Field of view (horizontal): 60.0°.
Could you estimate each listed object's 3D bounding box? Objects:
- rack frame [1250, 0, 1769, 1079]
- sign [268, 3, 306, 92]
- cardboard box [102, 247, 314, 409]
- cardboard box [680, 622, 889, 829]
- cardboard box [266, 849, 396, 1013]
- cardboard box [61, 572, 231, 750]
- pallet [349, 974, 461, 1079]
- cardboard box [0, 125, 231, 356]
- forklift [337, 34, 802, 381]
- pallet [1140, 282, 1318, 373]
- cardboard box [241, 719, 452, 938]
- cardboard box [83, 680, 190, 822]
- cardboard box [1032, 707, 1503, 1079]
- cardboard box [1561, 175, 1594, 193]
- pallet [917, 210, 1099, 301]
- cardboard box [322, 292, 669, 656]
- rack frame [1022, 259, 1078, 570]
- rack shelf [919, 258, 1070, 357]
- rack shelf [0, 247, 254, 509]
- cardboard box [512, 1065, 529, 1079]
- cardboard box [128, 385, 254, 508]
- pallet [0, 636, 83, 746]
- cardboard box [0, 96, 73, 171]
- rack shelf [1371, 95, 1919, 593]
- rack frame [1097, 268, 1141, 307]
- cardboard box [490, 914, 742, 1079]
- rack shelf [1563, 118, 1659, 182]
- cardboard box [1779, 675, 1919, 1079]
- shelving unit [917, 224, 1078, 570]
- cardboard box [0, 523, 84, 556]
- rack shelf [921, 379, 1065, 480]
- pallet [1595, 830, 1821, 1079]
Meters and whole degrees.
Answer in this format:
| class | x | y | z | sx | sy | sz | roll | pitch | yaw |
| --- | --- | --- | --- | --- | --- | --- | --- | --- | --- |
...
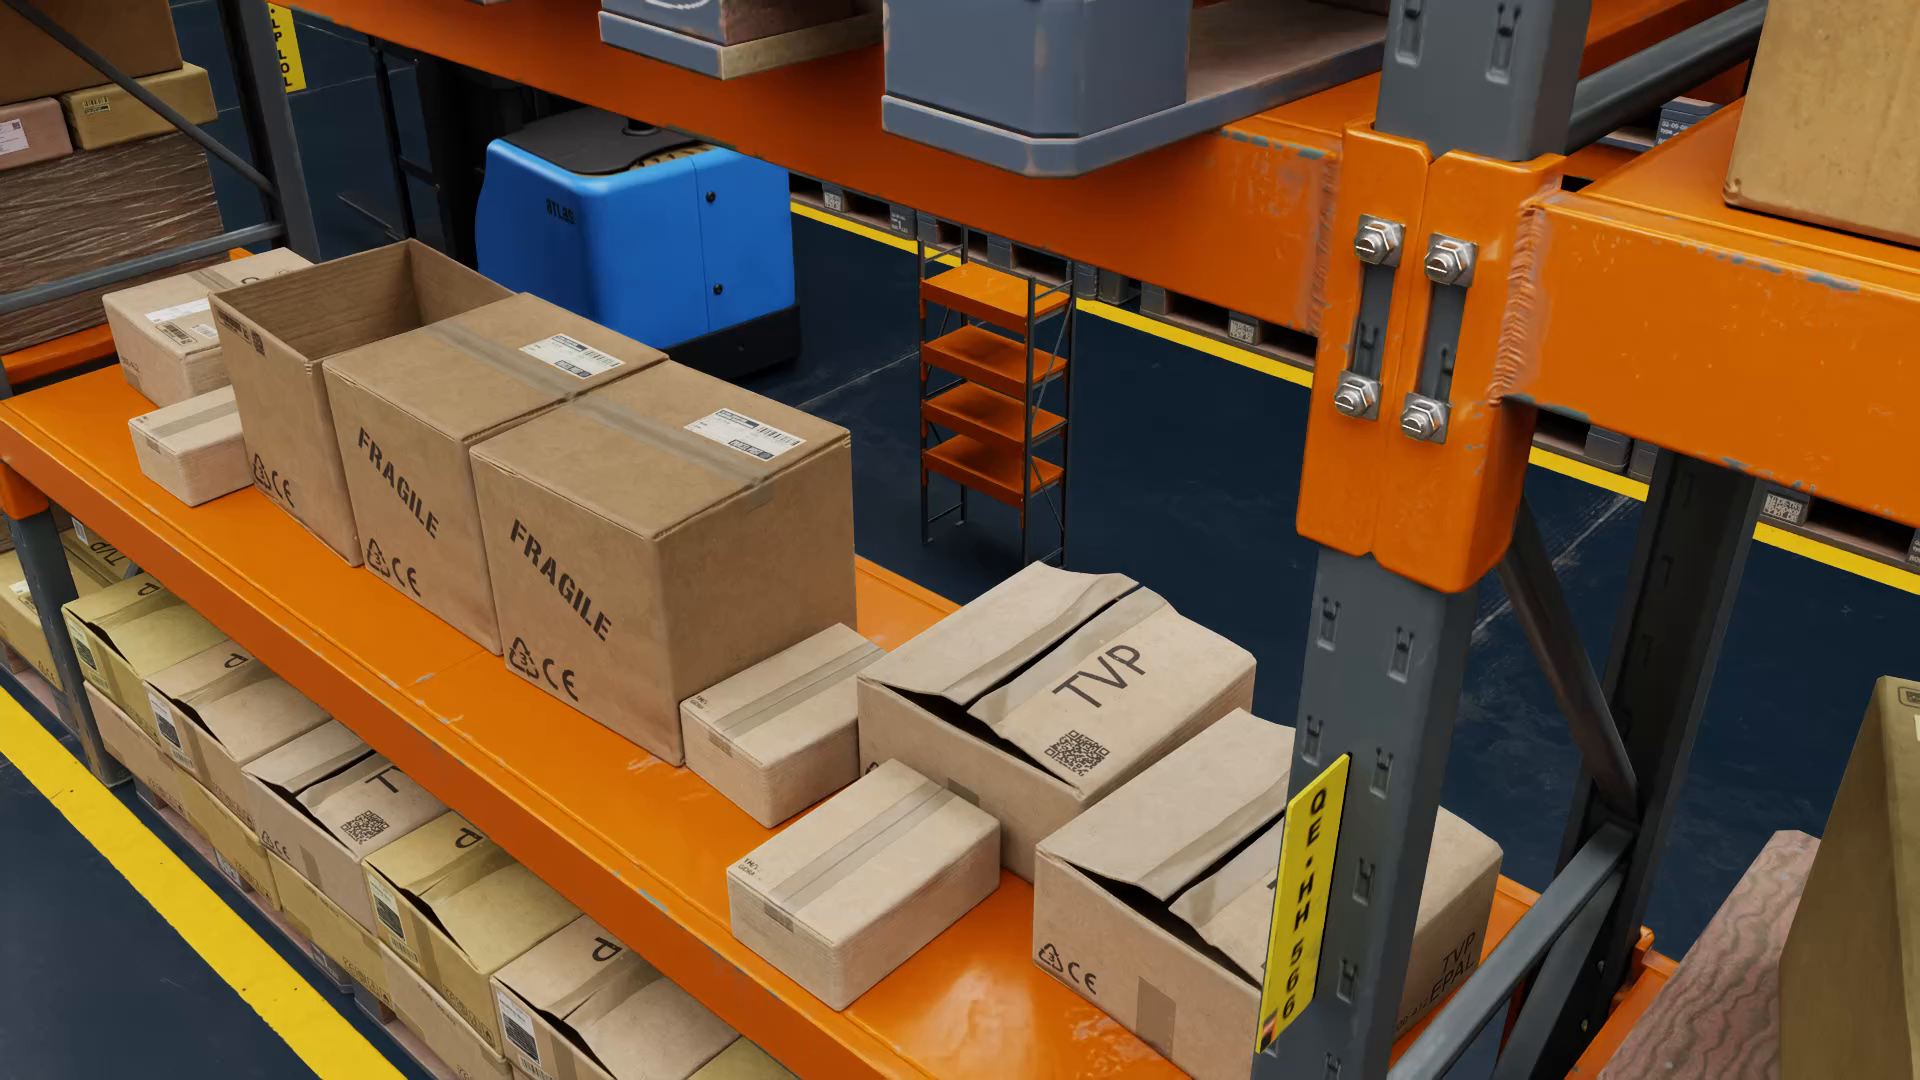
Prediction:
| class | x | y | z | sx | sy | sz | roll | pitch | yaw |
| --- | --- | --- | --- | --- | --- | --- | --- | --- | --- |
| rack frame | 0.705 | 0.641 | 2.277 | 0.053 | 2.616 | 0.949 | 25 | 39 | 35 |
| sign | -1.906 | -1.415 | 4.646 | 0.005 | 0.325 | 0.100 | 25 | 39 | 35 |
| cardboard box | -1.869 | -0.524 | 4.358 | 0.500 | 0.250 | 0.500 | -27 | 40 | -37 |
| cardboard box | -0.281 | 0.330 | 3.037 | 0.380 | 0.149 | 0.250 | -26 | 40 | -36 |
| cardboard box | -1.366 | 0.846 | 4.195 | 0.500 | 0.250 | 0.500 | 24 | 38 | 34 |
| cardboard box | -2.124 | 0.254 | 4.635 | 0.500 | 0.311 | 0.500 | 25 | 39 | 35 |
| pallet | -0.782 | 1.115 | 4.193 | 1.213 | 0.211 | 1.003 | 25 | 39 | 35 |
| cardboard box | -2.596 | -0.936 | 4.800 | 0.500 | 0.500 | 0.700 | 24 | 38 | 34 |
| forklift | -2.073 | -2.450 | 7.478 | 1.130 | 2.935 | 3.031 | -25 | 39 | -35 |
| pallet | 1.636 | -1.174 | 7.996 | 1.213 | 0.211 | 1.003 | 25 | 39 | 35 |
| cardboard box | -1.372 | 0.608 | 4.047 | 0.500 | 0.311 | 0.500 | 24 | 38 | 34 |
| cardboard box | -2.130 | 0.490 | 4.786 | 0.500 | 0.250 | 0.500 | 24 | 38 | 34 |
| cardboard box | 0.462 | 0.538 | 2.535 | 0.500 | 0.311 | 0.500 | -27 | 40 | -37 |
| cardboard box | 2.690 | -1.319 | 6.802 | 0.500 | 0.250 | 0.500 | 25 | 39 | 35 |
| pallet | 0.537 | -1.662 | 8.806 | 1.213 | 0.211 | 1.003 | 25 | 39 | 35 |
| cardboard box | -0.943 | -0.157 | 3.506 | 0.500 | 0.500 | 0.500 | 25 | 39 | 35 |
| rack frame | 0.304 | -0.372 | 5.705 | 0.015 | 1.200 | 0.240 | 25 | 39 | 35 |
| rack shelf | 0.123 | -0.793 | 5.643 | 0.480 | 0.148 | 0.258 | 25 | 39 | 35 |
| rack shelf | -3.746 | -1.126 | 5.910 | 4.000 | 0.370 | 1.077 | 25 | 39 | 35 |
| cardboard box | -0.607 | 1.199 | 3.608 | 0.500 | 0.250 | 0.500 | 26 | 40 | 36 |
| cardboard box | -1.743 | -0.250 | 4.000 | 0.250 | 0.149 | 0.380 | 25 | 39 | 35 |
| pallet | -2.825 | 0.161 | 5.777 | 1.213 | 0.211 | 1.003 | 25 | 39 | 35 |
| cardboard box | -2.608 | -1.075 | 4.401 | 0.250 | 0.149 | 0.380 | 25 | 39 | 35 |
| rack shelf | 2.186 | 0.358 | 0.537 | 4.000 | 0.370 | 1.077 | 25 | 39 | 35 |
| rack frame | 1.058 | -2.638 | 7.723 | 0.127 | 3.000 | 1.000 | 25 | 39 | 35 |
| cardboard box | -0.613 | 0.960 | 3.462 | 0.500 | 0.311 | 0.500 | 25 | 39 | 35 |
| rack shelf | 2.541 | -1.637 | 6.759 | 4.000 | 0.370 | 1.077 | 25 | 39 | 35 |
| cardboard box | 1.245 | 0.594 | 1.850 | 0.500 | 0.500 | 0.700 | 12 | 33 | 19 |
| shelving unit | 0.123 | -0.457 | 5.845 | 0.503 | 1.200 | 0.258 | 25 | 39 | 35 |
| cardboard box | -3.118 | 0.002 | 5.597 | 0.500 | 0.250 | 0.500 | 25 | 39 | 35 |
| rack shelf | 0.123 | -0.399 | 5.880 | 0.480 | 0.148 | 0.258 | 25 | 39 | 35 |
| pallet | 1.252 | 0.932 | 1.979 | 1.003 | 0.211 | 1.213 | 25 | 39 | 35 |
